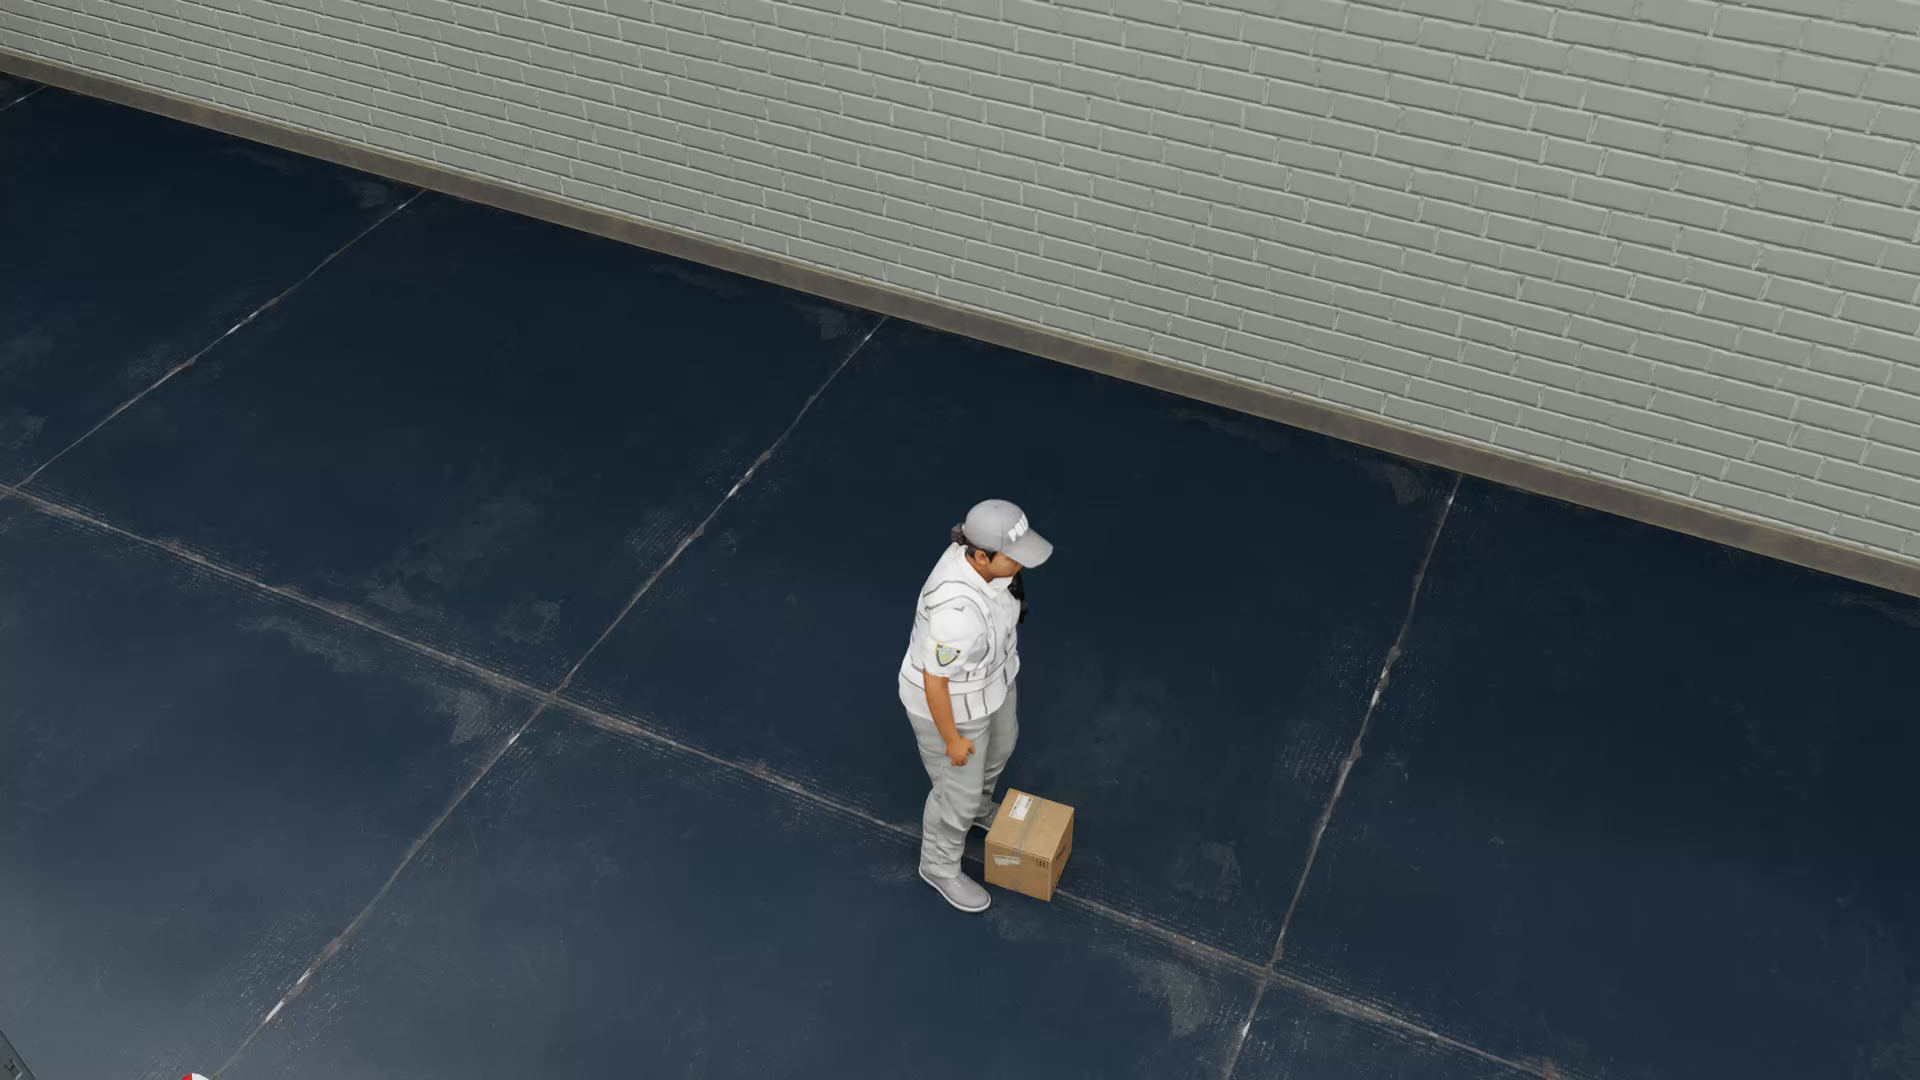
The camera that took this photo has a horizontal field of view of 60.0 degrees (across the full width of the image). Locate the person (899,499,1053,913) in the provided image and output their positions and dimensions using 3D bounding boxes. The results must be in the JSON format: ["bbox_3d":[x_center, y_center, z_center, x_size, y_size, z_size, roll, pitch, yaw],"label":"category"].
[{"bbox_3d":[0.050,0.520,5.583,0.468,1.667,0.557,16,45,17],"label":"person"}]
